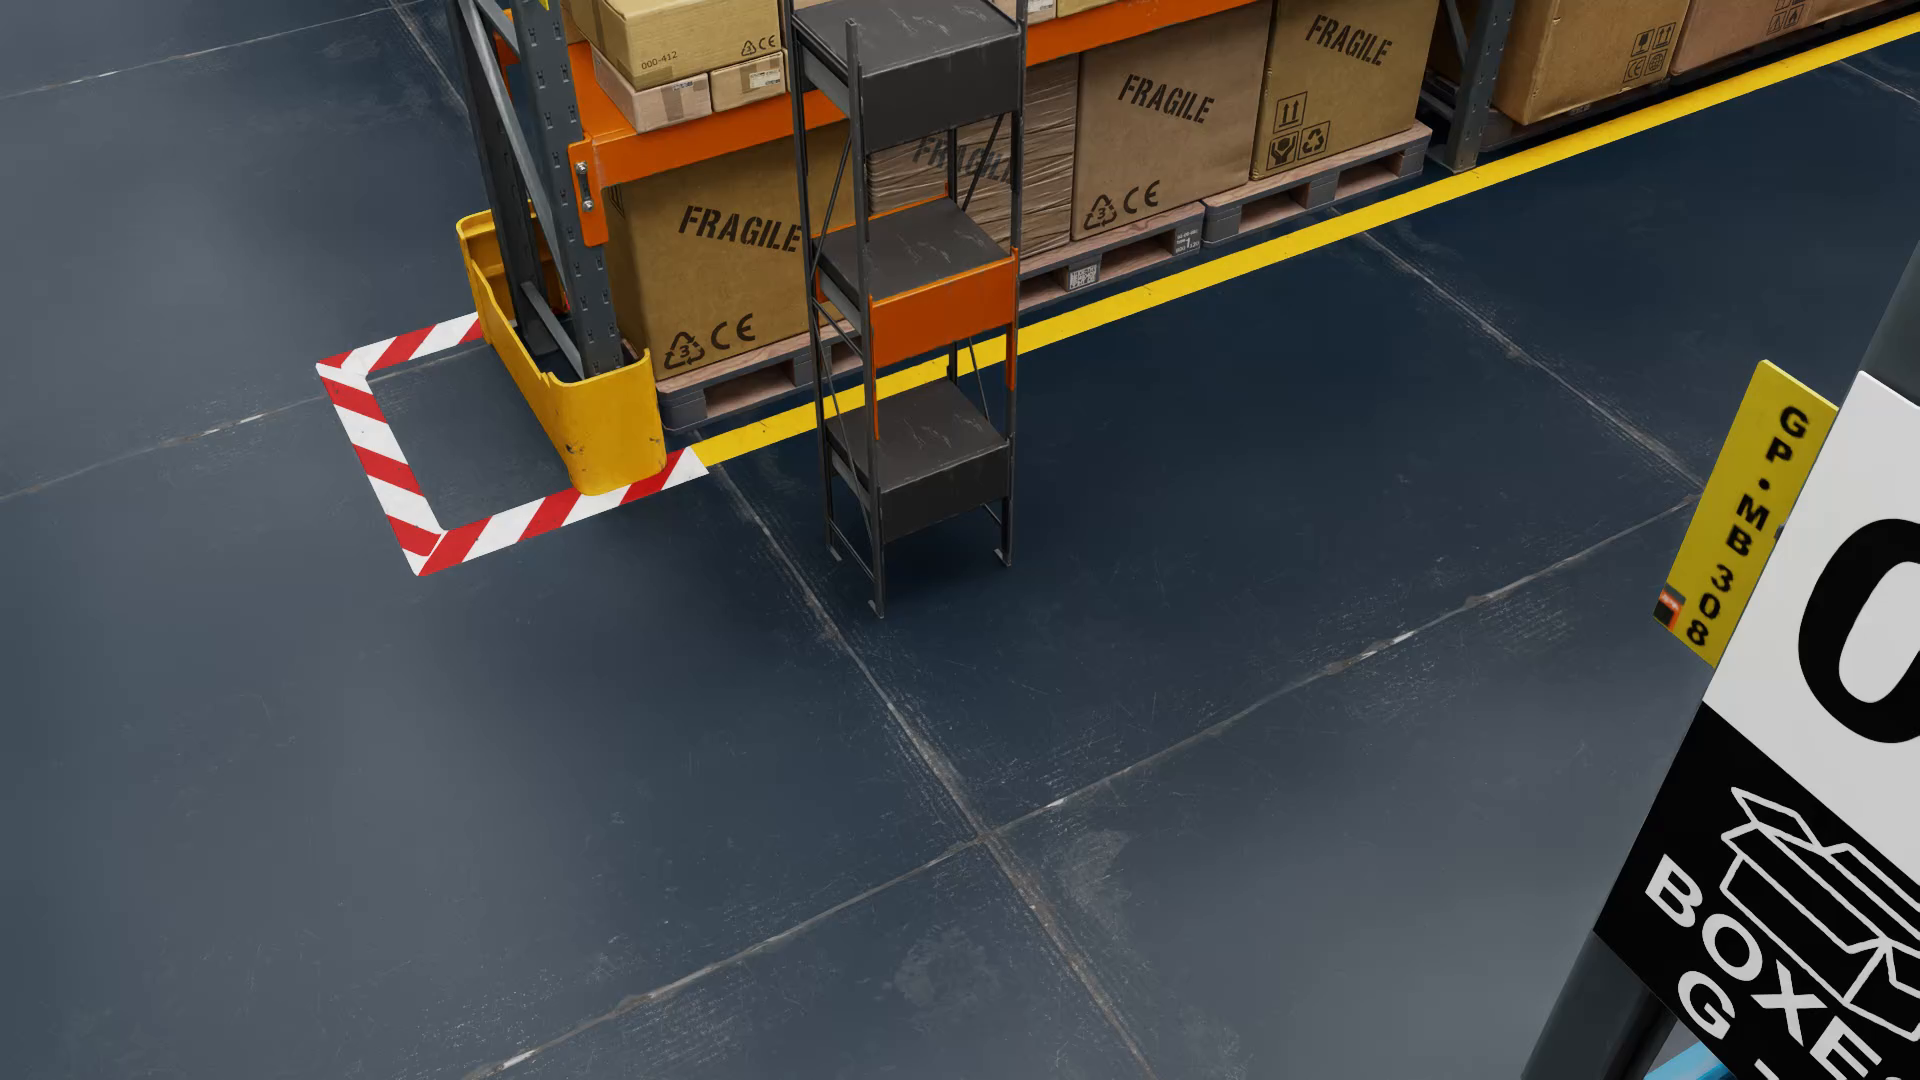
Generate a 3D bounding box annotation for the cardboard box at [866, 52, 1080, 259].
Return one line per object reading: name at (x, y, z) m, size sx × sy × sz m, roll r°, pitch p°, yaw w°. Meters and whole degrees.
cardboard box at (-0.153, -1.611, 6.480) m, size 0.875 × 0.875 × 0.875 m, roll -22°, pitch 48°, yaw -21°

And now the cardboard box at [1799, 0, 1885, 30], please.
cardboard box at (4.094, -3.269, 8.189) m, size 0.875 × 0.875 × 1.225 m, roll -22°, pitch 48°, yaw -21°

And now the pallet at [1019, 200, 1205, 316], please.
pallet at (0.254, -1.381, 7.021) m, size 1.213 × 0.211 × 1.003 m, roll -22°, pitch 48°, yaw -21°

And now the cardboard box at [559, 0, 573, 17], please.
cardboard box at (-1.169, -2.018, 5.570) m, size 0.500 × 0.250 × 0.500 m, roll -23°, pitch 48°, yaw -22°

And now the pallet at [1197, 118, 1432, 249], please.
pallet at (1.313, -1.807, 7.461) m, size 1.213 × 0.211 × 1.003 m, roll -22°, pitch 48°, yaw -21°

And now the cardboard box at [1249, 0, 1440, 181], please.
cardboard box at (1.399, -2.232, 7.120) m, size 0.875 × 0.875 × 0.875 m, roll -22°, pitch 48°, yaw -21°

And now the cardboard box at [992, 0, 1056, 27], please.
cardboard box at (0.129, -1.918, 5.753) m, size 0.250 × 0.149 × 0.380 m, roll -22°, pitch 48°, yaw -21°

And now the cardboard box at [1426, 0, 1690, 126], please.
cardboard box at (2.556, -2.647, 7.548) m, size 0.875 × 0.875 × 1.225 m, roll -22°, pitch 48°, yaw -21°

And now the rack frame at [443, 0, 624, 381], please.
rack frame at (-1.457, -1.637, 5.283) m, size 0.127 × 3.000 × 1.000 m, roll -22°, pitch 48°, yaw -21°

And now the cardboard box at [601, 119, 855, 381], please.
cardboard box at (-0.942, -1.295, 6.155) m, size 0.875 × 0.875 × 0.875 m, roll -22°, pitch 48°, yaw -21°

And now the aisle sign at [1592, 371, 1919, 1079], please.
aisle sign at (0.802, 0.269, 1.452) m, size 0.004 × 0.787 × 0.394 m, roll -22°, pitch 48°, yaw -21°

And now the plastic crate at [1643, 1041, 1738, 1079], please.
plastic crate at (1.208, 1.091, 2.403) m, size 0.499 × 0.435 × 0.616 m, roll -22°, pitch 48°, yaw -21°

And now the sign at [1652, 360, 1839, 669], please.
sign at (0.722, -0.011, 1.529) m, size 0.005 × 0.325 × 0.100 m, roll -22°, pitch 48°, yaw -21°

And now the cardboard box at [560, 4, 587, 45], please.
cardboard box at (-1.312, -1.869, 5.702) m, size 0.250 × 0.149 × 0.380 m, roll -21°, pitch 48°, yaw -20°

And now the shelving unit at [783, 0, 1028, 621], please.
shelving unit at (-0.144, -0.696, 4.960) m, size 0.503 × 2.100 × 0.431 m, roll -22°, pitch 48°, yaw -21°

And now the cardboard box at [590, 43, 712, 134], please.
cardboard box at (-0.985, -1.470, 5.292) m, size 0.250 × 0.149 × 0.380 m, roll -21°, pitch 48°, yaw -21°

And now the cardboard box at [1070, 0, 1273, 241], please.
cardboard box at (0.619, -1.920, 6.798) m, size 0.875 × 0.875 × 0.875 m, roll -22°, pitch 48°, yaw -21°

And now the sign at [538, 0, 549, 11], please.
sign at (-1.186, -1.638, 4.606) m, size 0.005 × 0.325 × 0.100 m, roll -22°, pitch 48°, yaw -21°

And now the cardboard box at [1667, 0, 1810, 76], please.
cardboard box at (3.331, -2.957, 7.867) m, size 0.875 × 0.875 × 1.225 m, roll -23°, pitch 49°, yaw -22°

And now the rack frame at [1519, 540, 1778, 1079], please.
rack frame at (1.011, 1.354, 2.201) m, size 0.127 × 3.000 × 1.000 m, roll -22°, pitch 48°, yaw -21°

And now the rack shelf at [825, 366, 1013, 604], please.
rack shelf at (-0.144, -0.184, 5.457) m, size 0.480 × 0.518 × 0.431 m, roll -22°, pitch 48°, yaw -21°

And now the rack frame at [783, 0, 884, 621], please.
rack frame at (-0.355, -0.611, 4.872) m, size 0.015 × 2.100 × 0.400 m, roll -22°, pitch 48°, yaw -21°

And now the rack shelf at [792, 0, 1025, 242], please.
rack shelf at (-0.144, -1.189, 4.482) m, size 0.480 × 0.518 × 0.431 m, roll -22°, pitch 48°, yaw -21°

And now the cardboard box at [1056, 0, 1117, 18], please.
cardboard box at (0.348, -2.005, 5.842) m, size 0.250 × 0.149 × 0.380 m, roll -23°, pitch 49°, yaw -22°

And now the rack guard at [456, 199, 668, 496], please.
rack guard at (-1.478, -0.731, 6.144) m, size 0.348 × 0.500 × 1.175 m, roll -22°, pitch 48°, yaw -21°

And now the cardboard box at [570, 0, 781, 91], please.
cardboard box at (-0.906, -1.693, 5.235) m, size 0.500 × 0.250 × 0.500 m, roll -23°, pitch 49°, yaw -22°

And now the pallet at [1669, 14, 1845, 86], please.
pallet at (3.702, -2.763, 8.445) m, size 1.213 × 0.211 × 1.003 m, roll -22°, pitch 48°, yaw -21°

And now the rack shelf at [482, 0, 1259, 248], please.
rack shelf at (0.277, -2.072, 6.248) m, size 4.000 × 0.370 × 1.077 m, roll -22°, pitch 48°, yaw -21°

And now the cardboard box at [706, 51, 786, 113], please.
cardboard box at (-0.763, -1.560, 5.384) m, size 0.250 × 0.149 × 0.380 m, roll -22°, pitch 48°, yaw -22°

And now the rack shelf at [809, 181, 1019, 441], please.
rack shelf at (-0.144, -0.686, 4.969) m, size 0.480 × 0.518 × 0.431 m, roll -22°, pitch 48°, yaw -21°

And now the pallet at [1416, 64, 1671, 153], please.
pallet at (2.643, -2.337, 8.006) m, size 1.213 × 0.211 × 1.003 m, roll -22°, pitch 48°, yaw -21°

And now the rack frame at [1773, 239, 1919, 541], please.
rack frame at (1.011, -0.799, 0.111) m, size 0.127 × 3.000 × 1.000 m, roll -22°, pitch 48°, yaw -21°

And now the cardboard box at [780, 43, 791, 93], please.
cardboard box at (-0.541, -1.649, 5.476) m, size 0.250 × 0.149 × 0.380 m, roll -23°, pitch 49°, yaw -22°

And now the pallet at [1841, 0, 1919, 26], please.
pallet at (4.759, -3.183, 8.879) m, size 1.213 × 0.211 × 1.003 m, roll -22°, pitch 48°, yaw -21°

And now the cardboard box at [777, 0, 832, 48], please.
cardboard box at (-0.459, -1.877, 5.425) m, size 0.500 × 0.250 × 0.500 m, roll -22°, pitch 48°, yaw -21°

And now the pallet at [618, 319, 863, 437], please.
pallet at (-0.803, -0.961, 6.588) m, size 1.213 × 0.211 × 1.003 m, roll -22°, pitch 48°, yaw -21°

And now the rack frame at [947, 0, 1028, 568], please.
rack frame at (0.068, -0.781, 5.047) m, size 0.015 × 2.100 × 0.400 m, roll -22°, pitch 48°, yaw -21°

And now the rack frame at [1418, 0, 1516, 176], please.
rack frame at (2.011, -3.024, 6.713) m, size 0.127 × 3.000 × 1.000 m, roll -22°, pitch 48°, yaw -21°
